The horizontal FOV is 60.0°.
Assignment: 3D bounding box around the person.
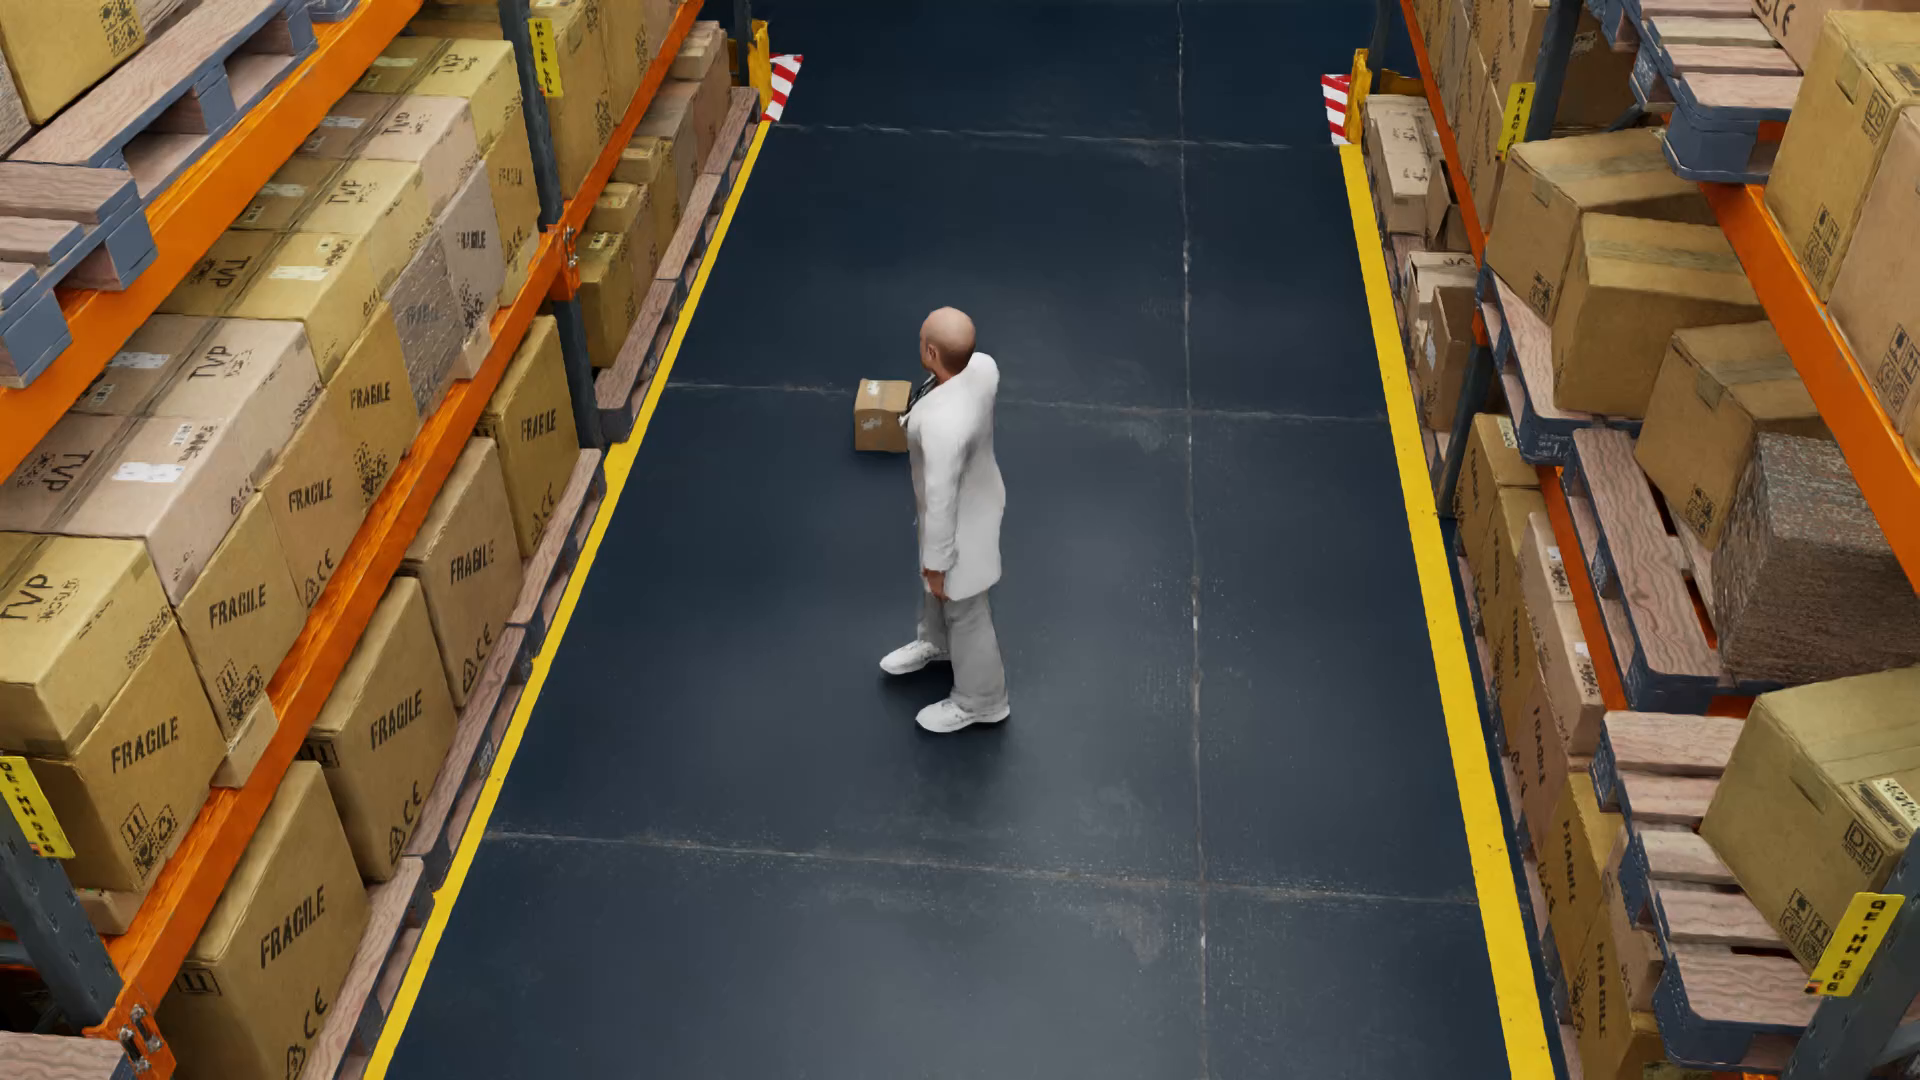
[{"bbox_3d":[-0.052,-0.082,6.232,0.567,1.788,0.663,9,40,10],"label":"person"}]
